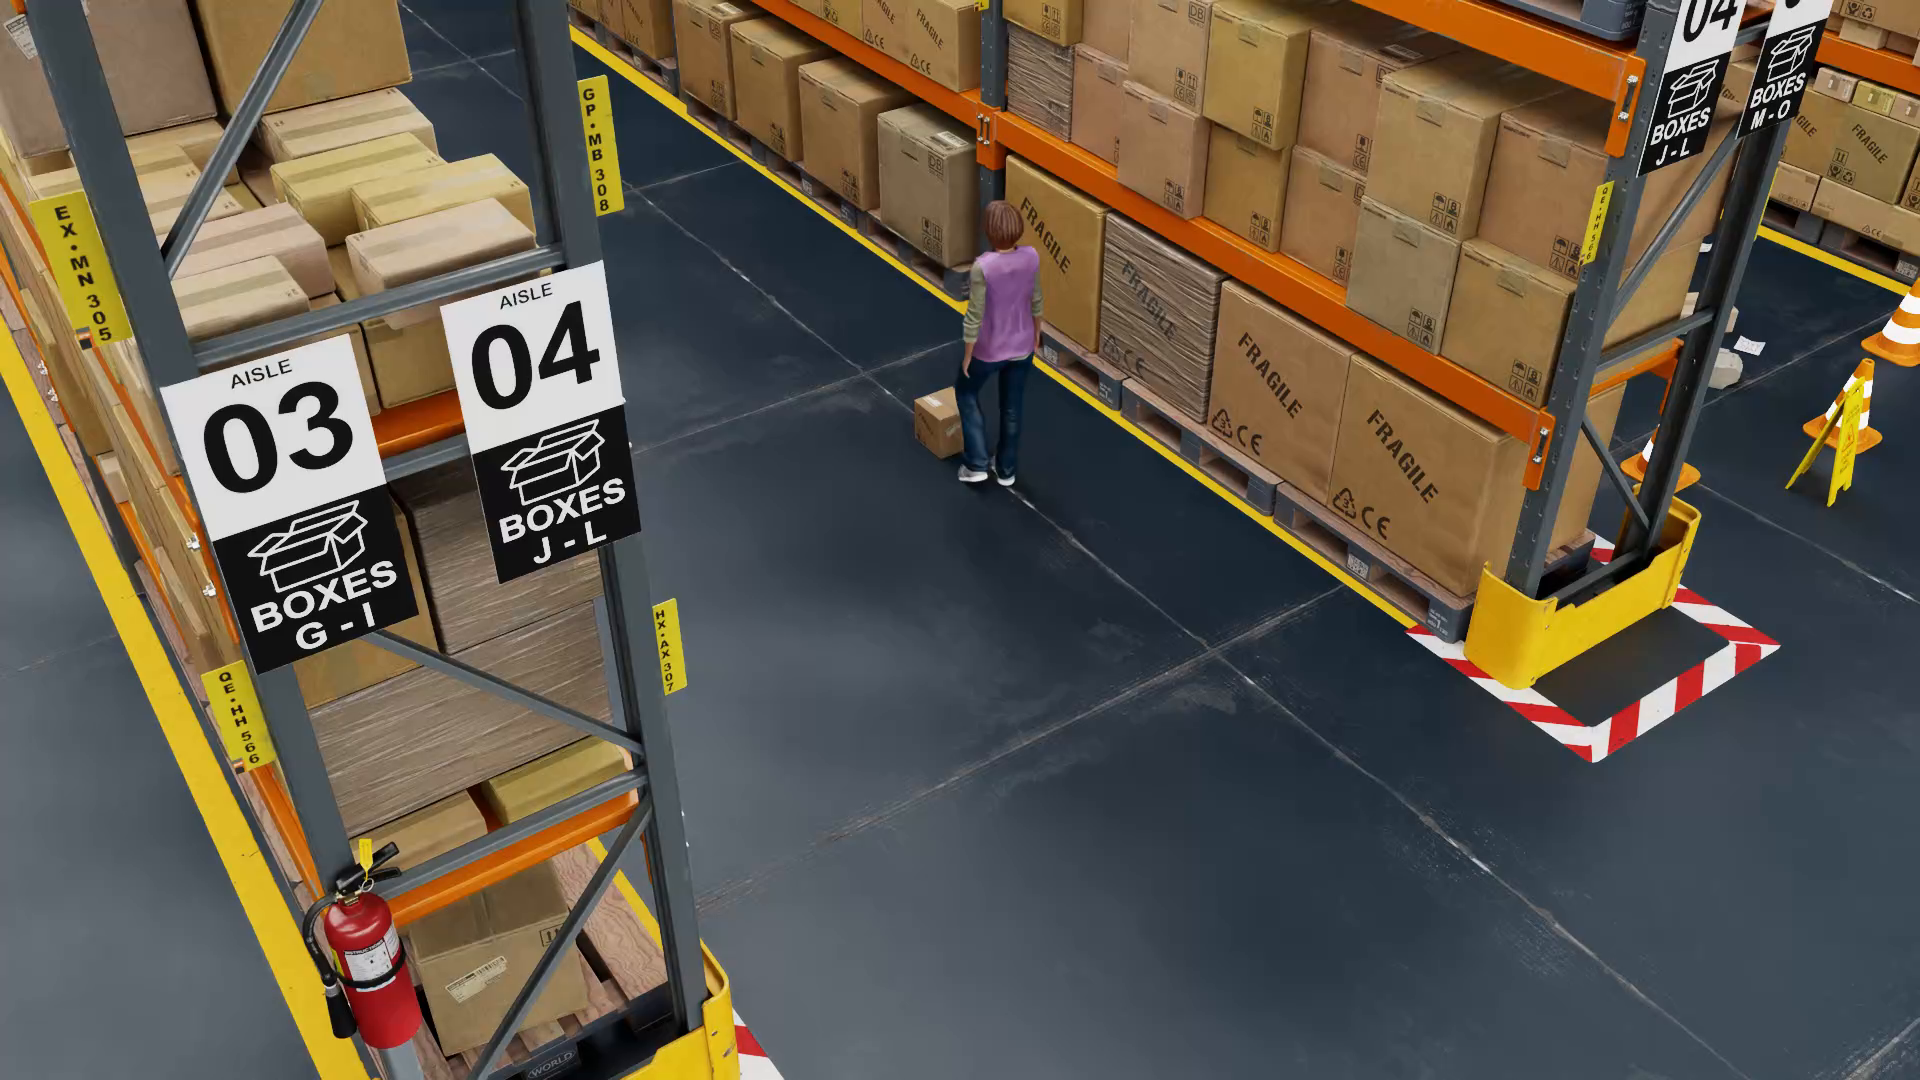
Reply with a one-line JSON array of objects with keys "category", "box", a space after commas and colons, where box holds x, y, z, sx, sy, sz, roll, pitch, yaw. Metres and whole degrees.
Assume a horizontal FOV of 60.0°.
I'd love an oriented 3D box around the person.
[{"category": "person", "box": [0.166, -0.982, 8.305, 0.442, 1.598, 0.512, -18, 41, -23]}]
